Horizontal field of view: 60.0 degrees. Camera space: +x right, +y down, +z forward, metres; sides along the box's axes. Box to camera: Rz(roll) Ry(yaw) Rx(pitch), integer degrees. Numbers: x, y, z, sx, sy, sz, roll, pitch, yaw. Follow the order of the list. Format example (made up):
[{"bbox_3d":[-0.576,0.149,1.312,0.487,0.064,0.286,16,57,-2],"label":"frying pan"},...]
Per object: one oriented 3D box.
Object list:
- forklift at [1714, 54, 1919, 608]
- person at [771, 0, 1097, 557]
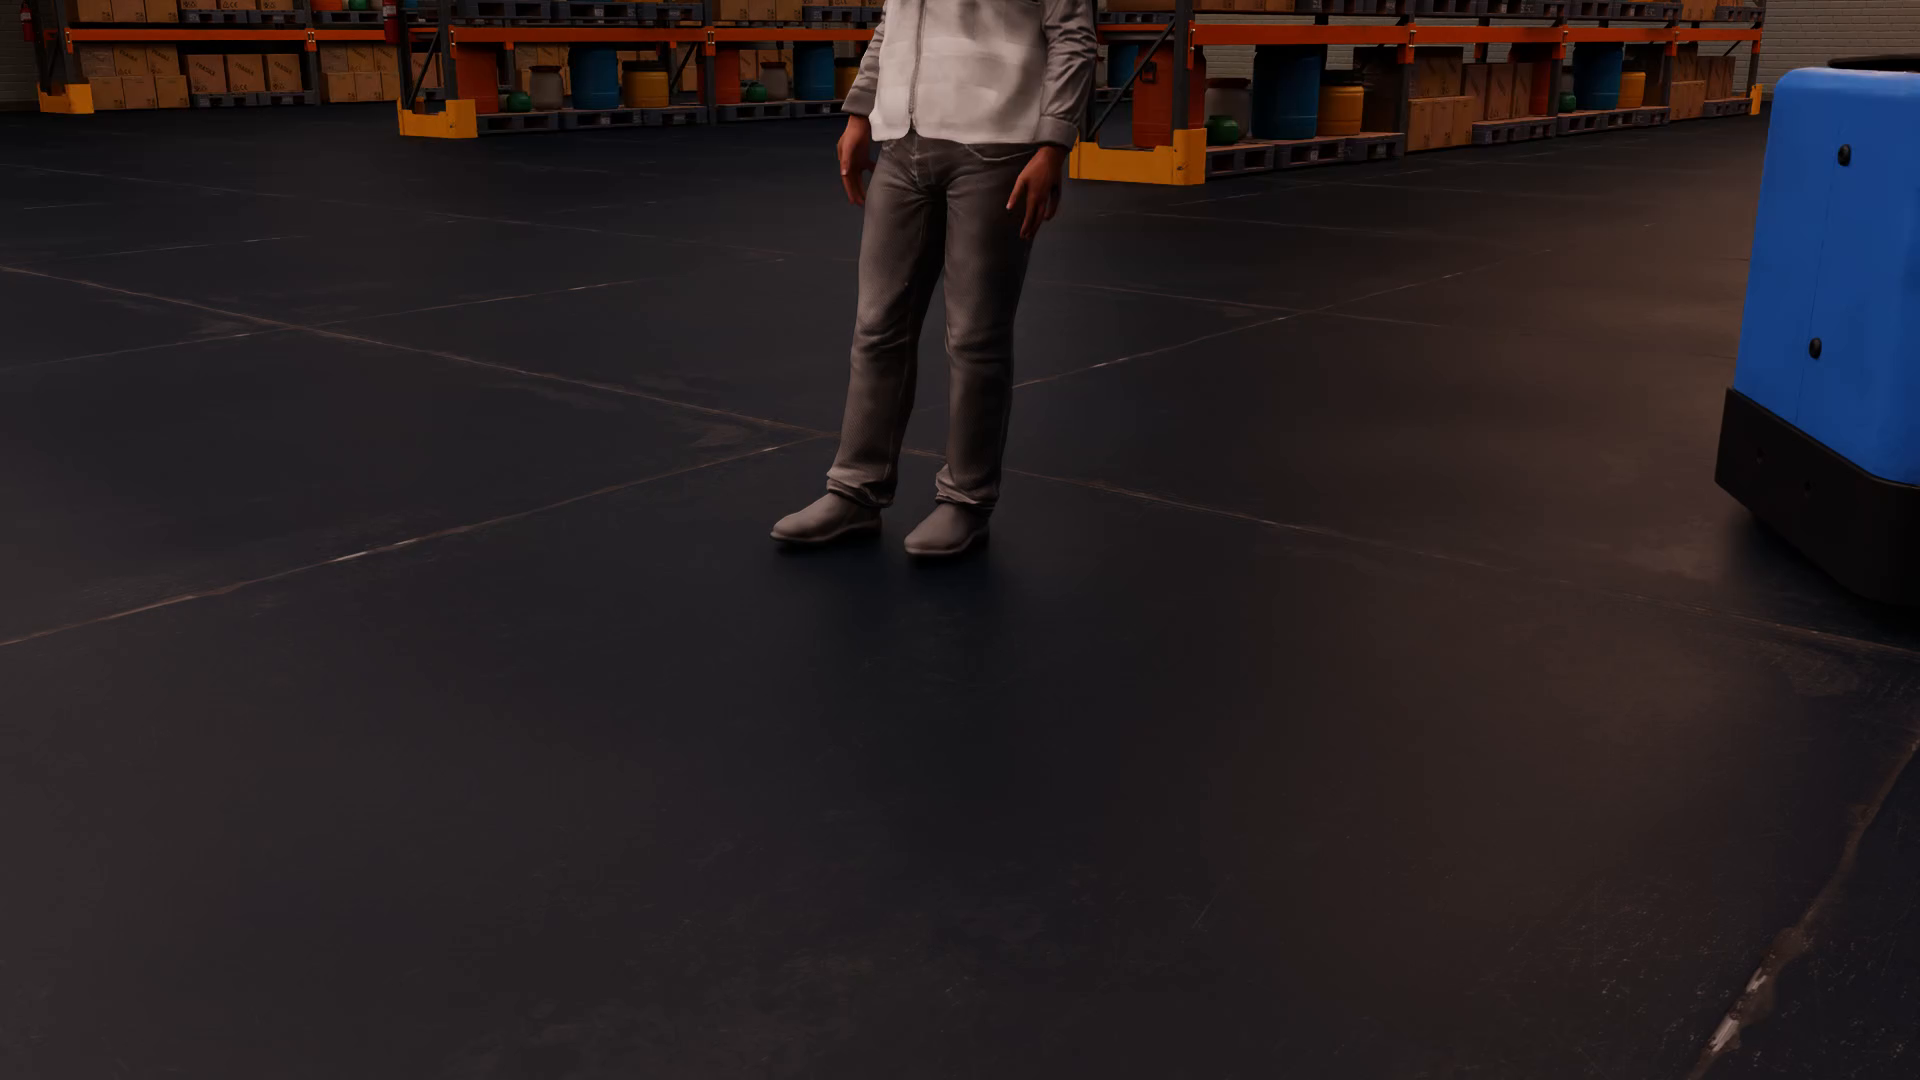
[{"bbox_3d":[3.347,-1.303,3.187,3.031,2.935,1.130,2,17,6],"label":"forklift"},{"bbox_3d":[-0.046,-0.843,3.640,0.634,1.775,0.566,13,21,37],"label":"person"}]
